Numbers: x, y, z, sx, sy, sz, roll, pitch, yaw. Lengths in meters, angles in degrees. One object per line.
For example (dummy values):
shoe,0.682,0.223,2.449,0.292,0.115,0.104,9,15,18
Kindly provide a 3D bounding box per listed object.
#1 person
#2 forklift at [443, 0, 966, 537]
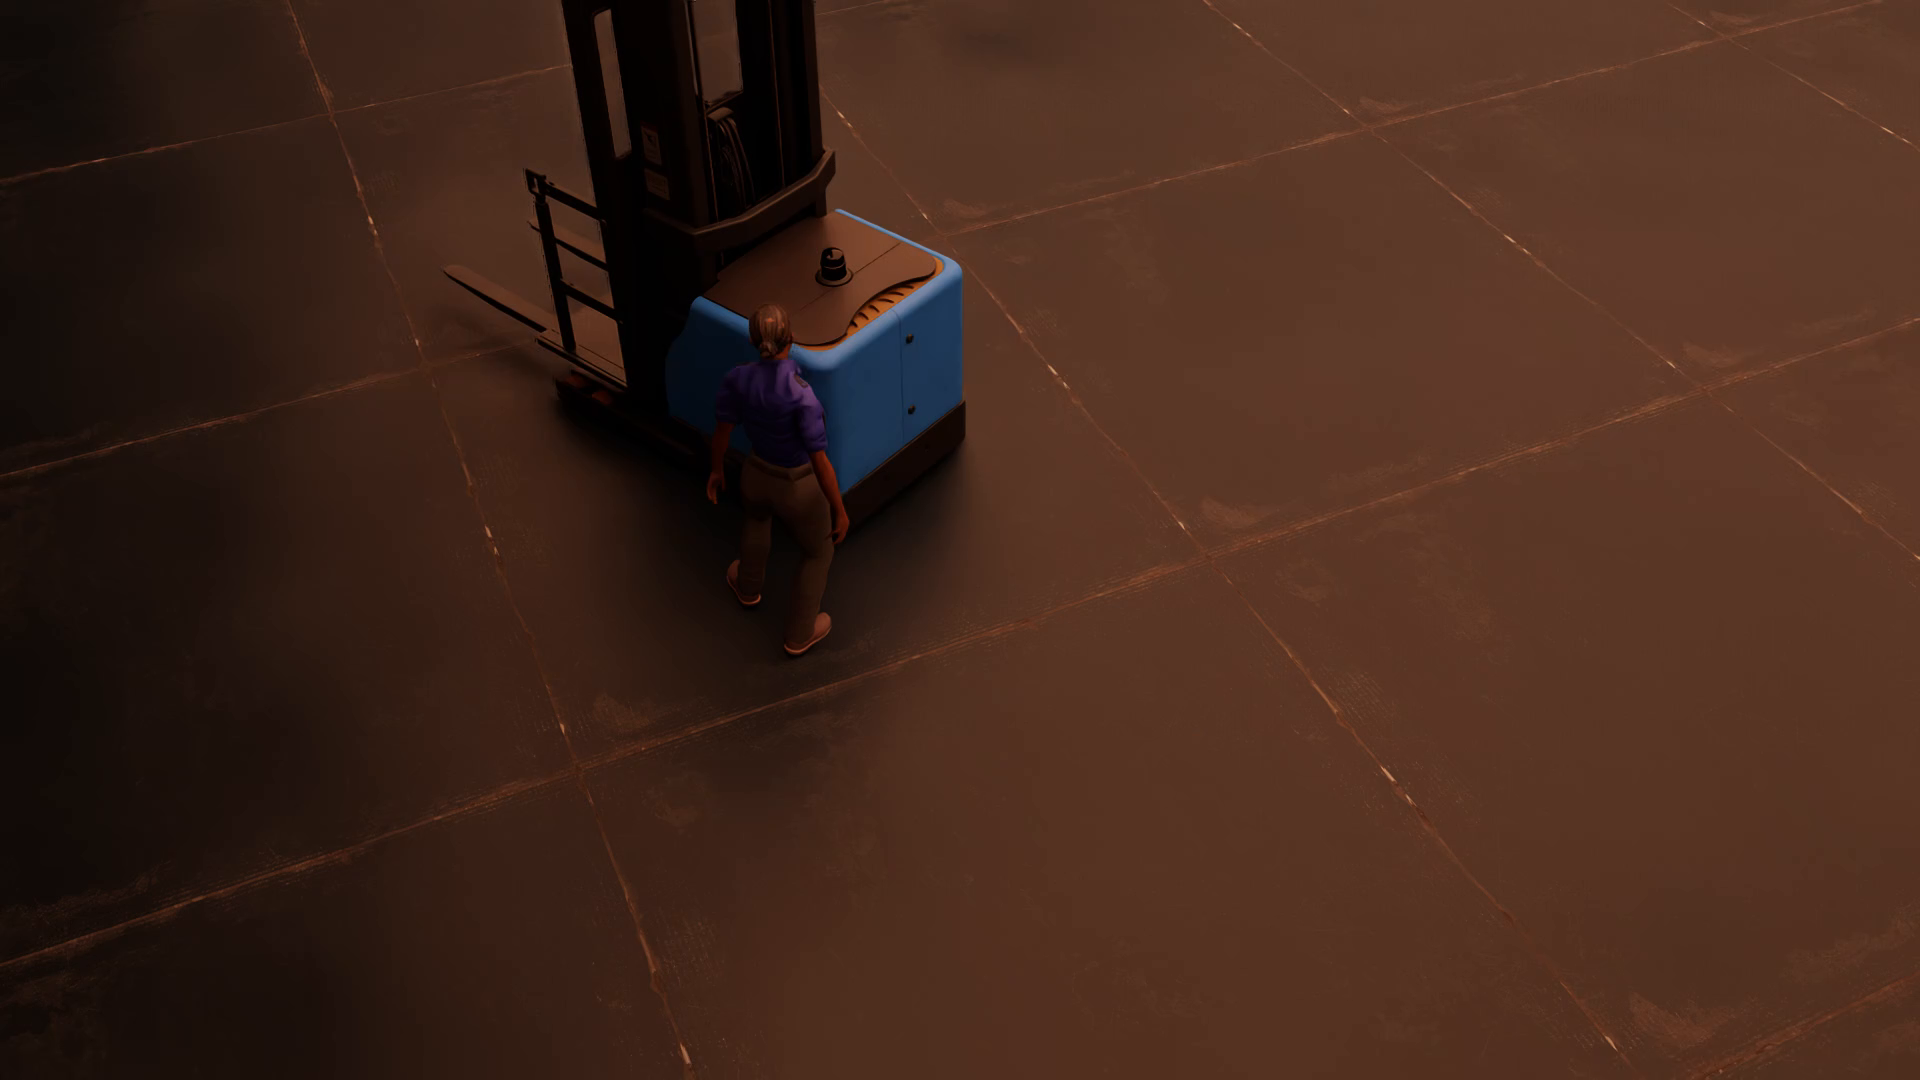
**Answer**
person,-0.768,-0.240,6.916,0.804,1.628,0.396,23,48,23
forklift,-1.439,-1.924,7.742,3.031,2.935,1.130,29,50,27
